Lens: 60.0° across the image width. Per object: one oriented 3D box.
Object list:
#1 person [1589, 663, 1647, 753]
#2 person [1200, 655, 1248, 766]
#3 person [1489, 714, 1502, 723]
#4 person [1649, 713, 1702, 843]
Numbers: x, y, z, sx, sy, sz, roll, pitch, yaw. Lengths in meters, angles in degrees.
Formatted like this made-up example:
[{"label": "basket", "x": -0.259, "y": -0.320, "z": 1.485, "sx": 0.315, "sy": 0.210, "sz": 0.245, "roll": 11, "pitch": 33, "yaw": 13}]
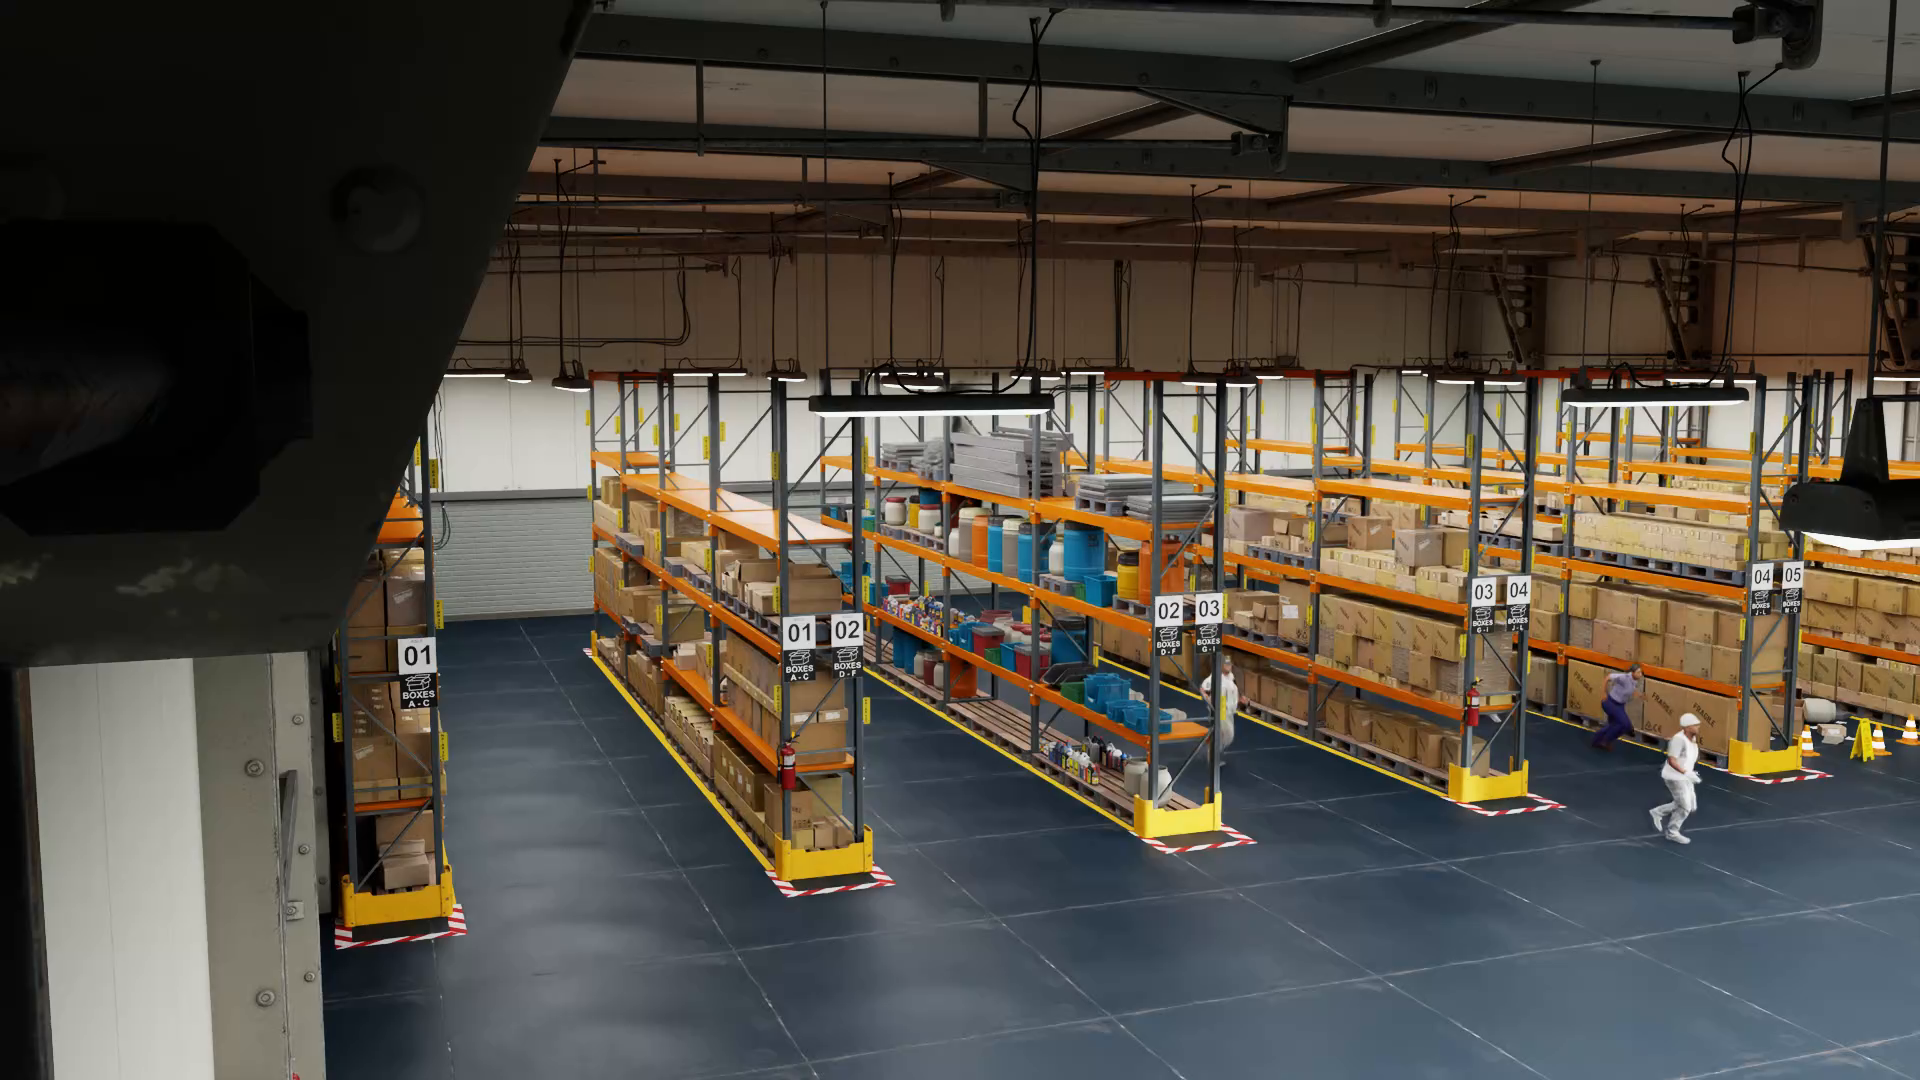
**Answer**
[{"label": "person", "x": 10.389, "y": 2.662, "z": 26.309, "sx": 0.640, "sy": 1.477, "sz": 0.902, "roll": -6, "pitch": 8, "yaw": -41}, {"label": "person", "x": 4.055, "y": 2.630, "z": 25.411, "sx": 0.662, "sy": 1.769, "sz": 0.633, "roll": 6, "pitch": 9, "yaw": 43}, {"label": "person", "x": 9.197, "y": 2.257, "z": 28.944, "sx": 0.611, "sy": 1.717, "sz": 0.868, "roll": -3, "pitch": 7, "yaw": -22}, {"label": "person", "x": 9.323, "y": 3.080, "z": 21.606, "sx": 0.702, "sy": 1.720, "sz": 0.696, "roll": 5, "pitch": 8, "yaw": 40}]
